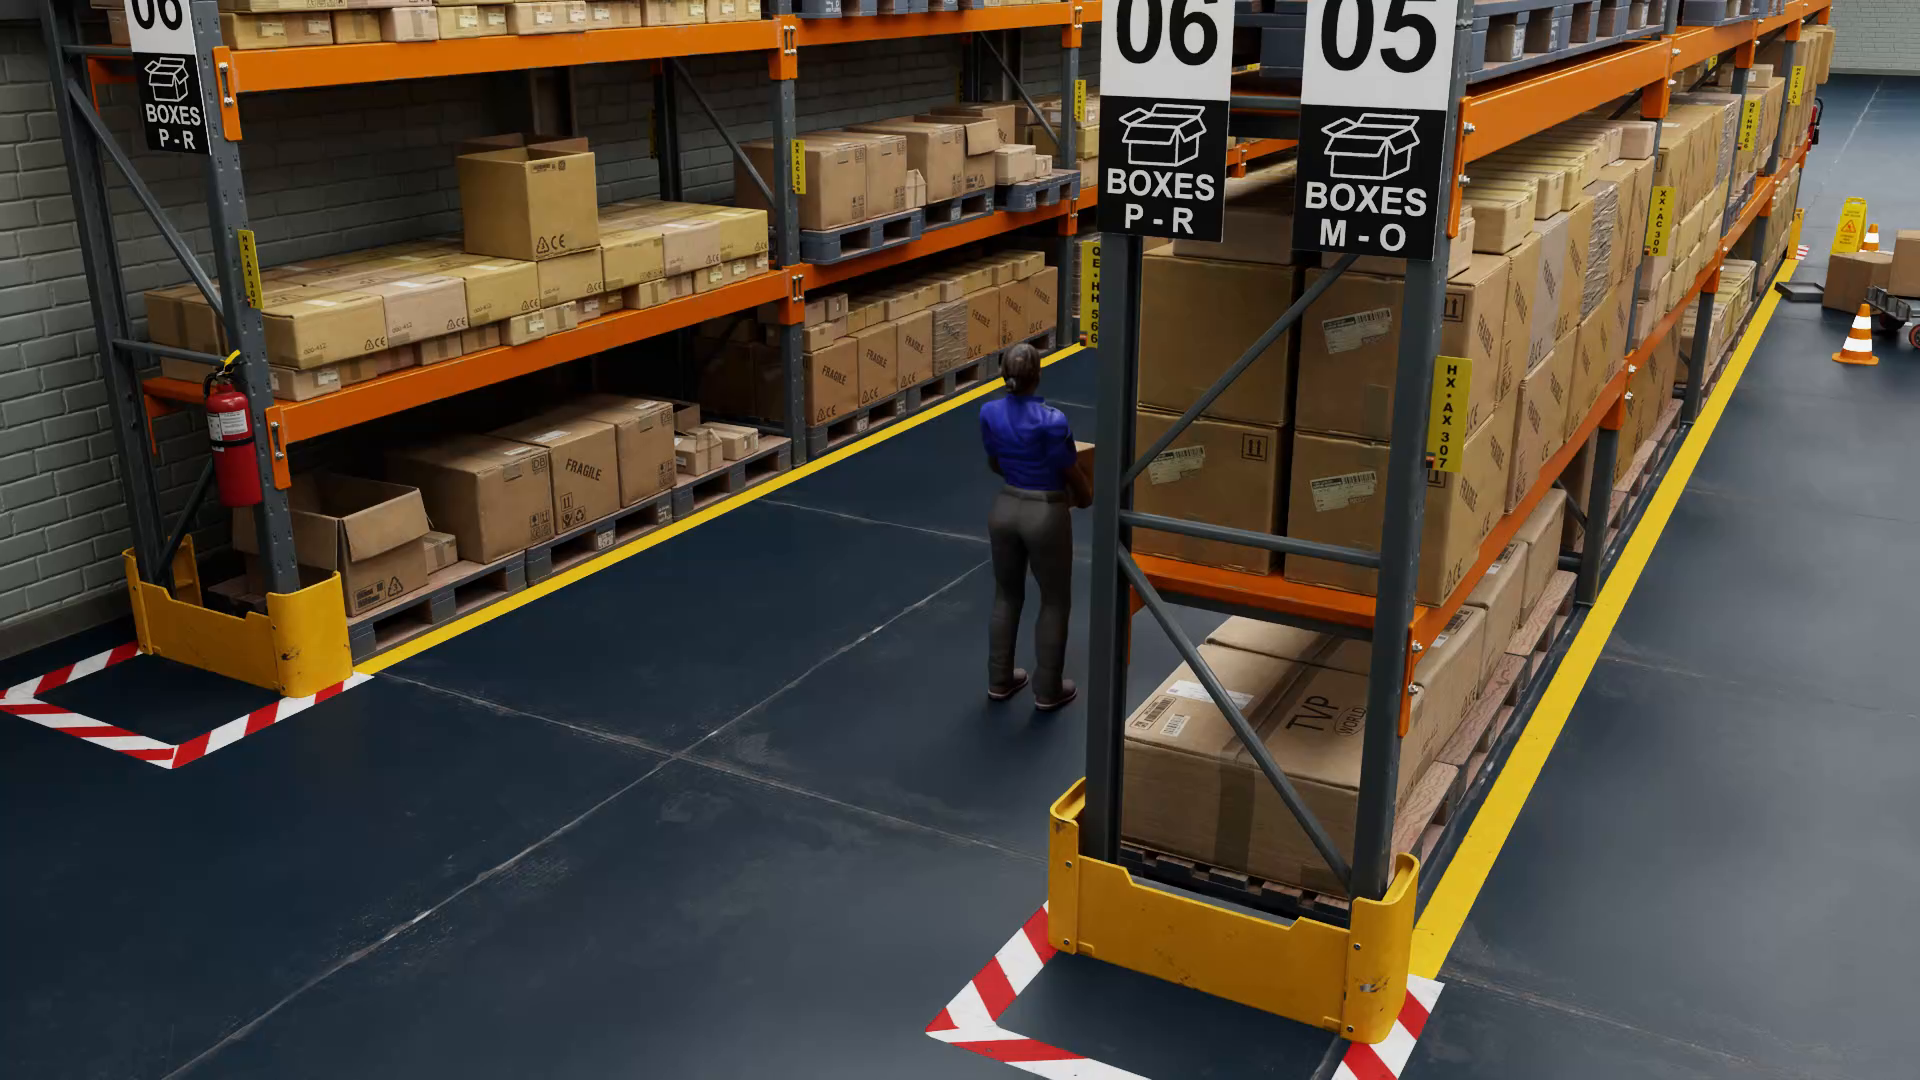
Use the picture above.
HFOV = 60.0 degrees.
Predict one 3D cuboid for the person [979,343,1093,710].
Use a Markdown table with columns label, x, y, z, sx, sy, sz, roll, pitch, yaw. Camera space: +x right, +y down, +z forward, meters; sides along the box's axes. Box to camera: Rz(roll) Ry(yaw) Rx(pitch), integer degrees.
| label | x | y | z | sx | sy | sz | roll | pitch | yaw |
| --- | --- | --- | --- | --- | --- | --- | --- | --- | --- |
| person | 0.347 | -0.085 | 7.333 | 0.450 | 1.646 | 0.517 | 12 | 23 | 29 |
